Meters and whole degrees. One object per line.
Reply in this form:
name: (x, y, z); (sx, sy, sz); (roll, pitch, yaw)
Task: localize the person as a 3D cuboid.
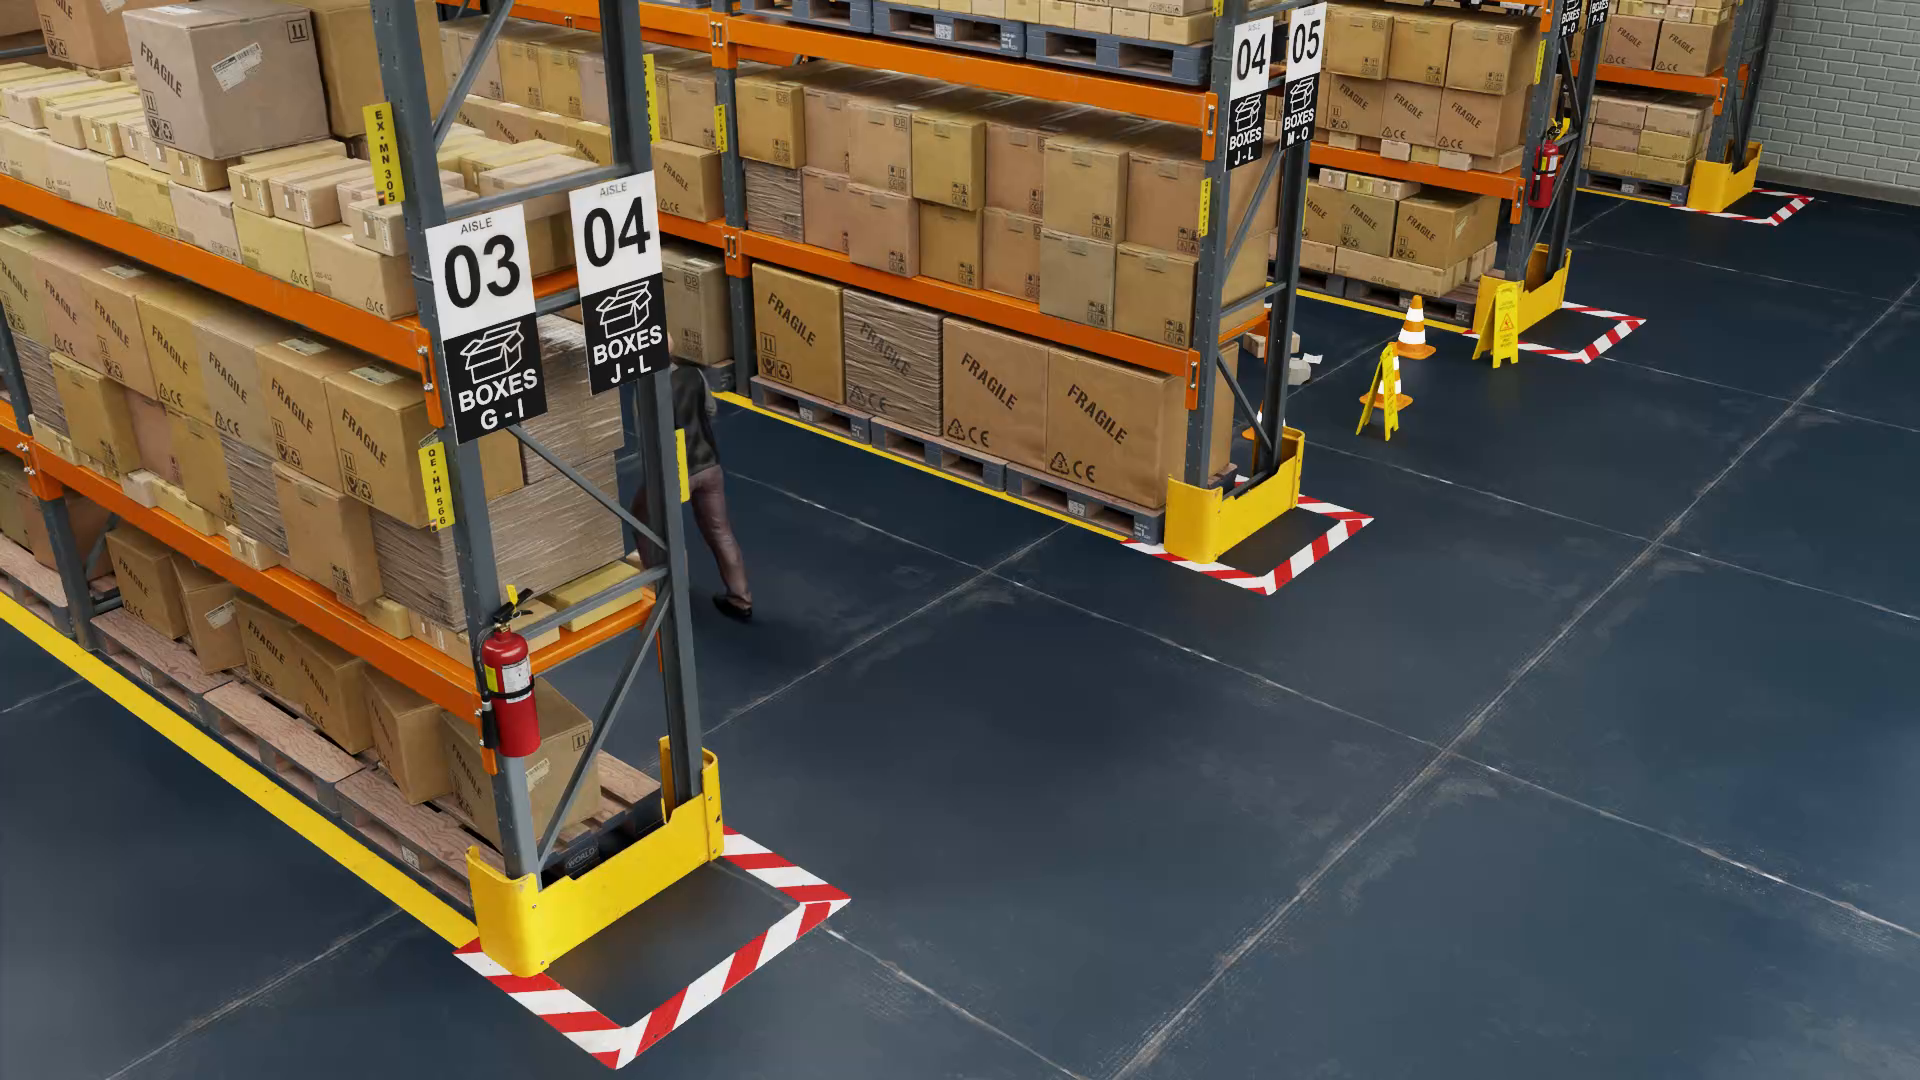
person: (-1.594, -0.388, 9.452); (0.679, 1.646, 0.899); (-24, 36, -39)
